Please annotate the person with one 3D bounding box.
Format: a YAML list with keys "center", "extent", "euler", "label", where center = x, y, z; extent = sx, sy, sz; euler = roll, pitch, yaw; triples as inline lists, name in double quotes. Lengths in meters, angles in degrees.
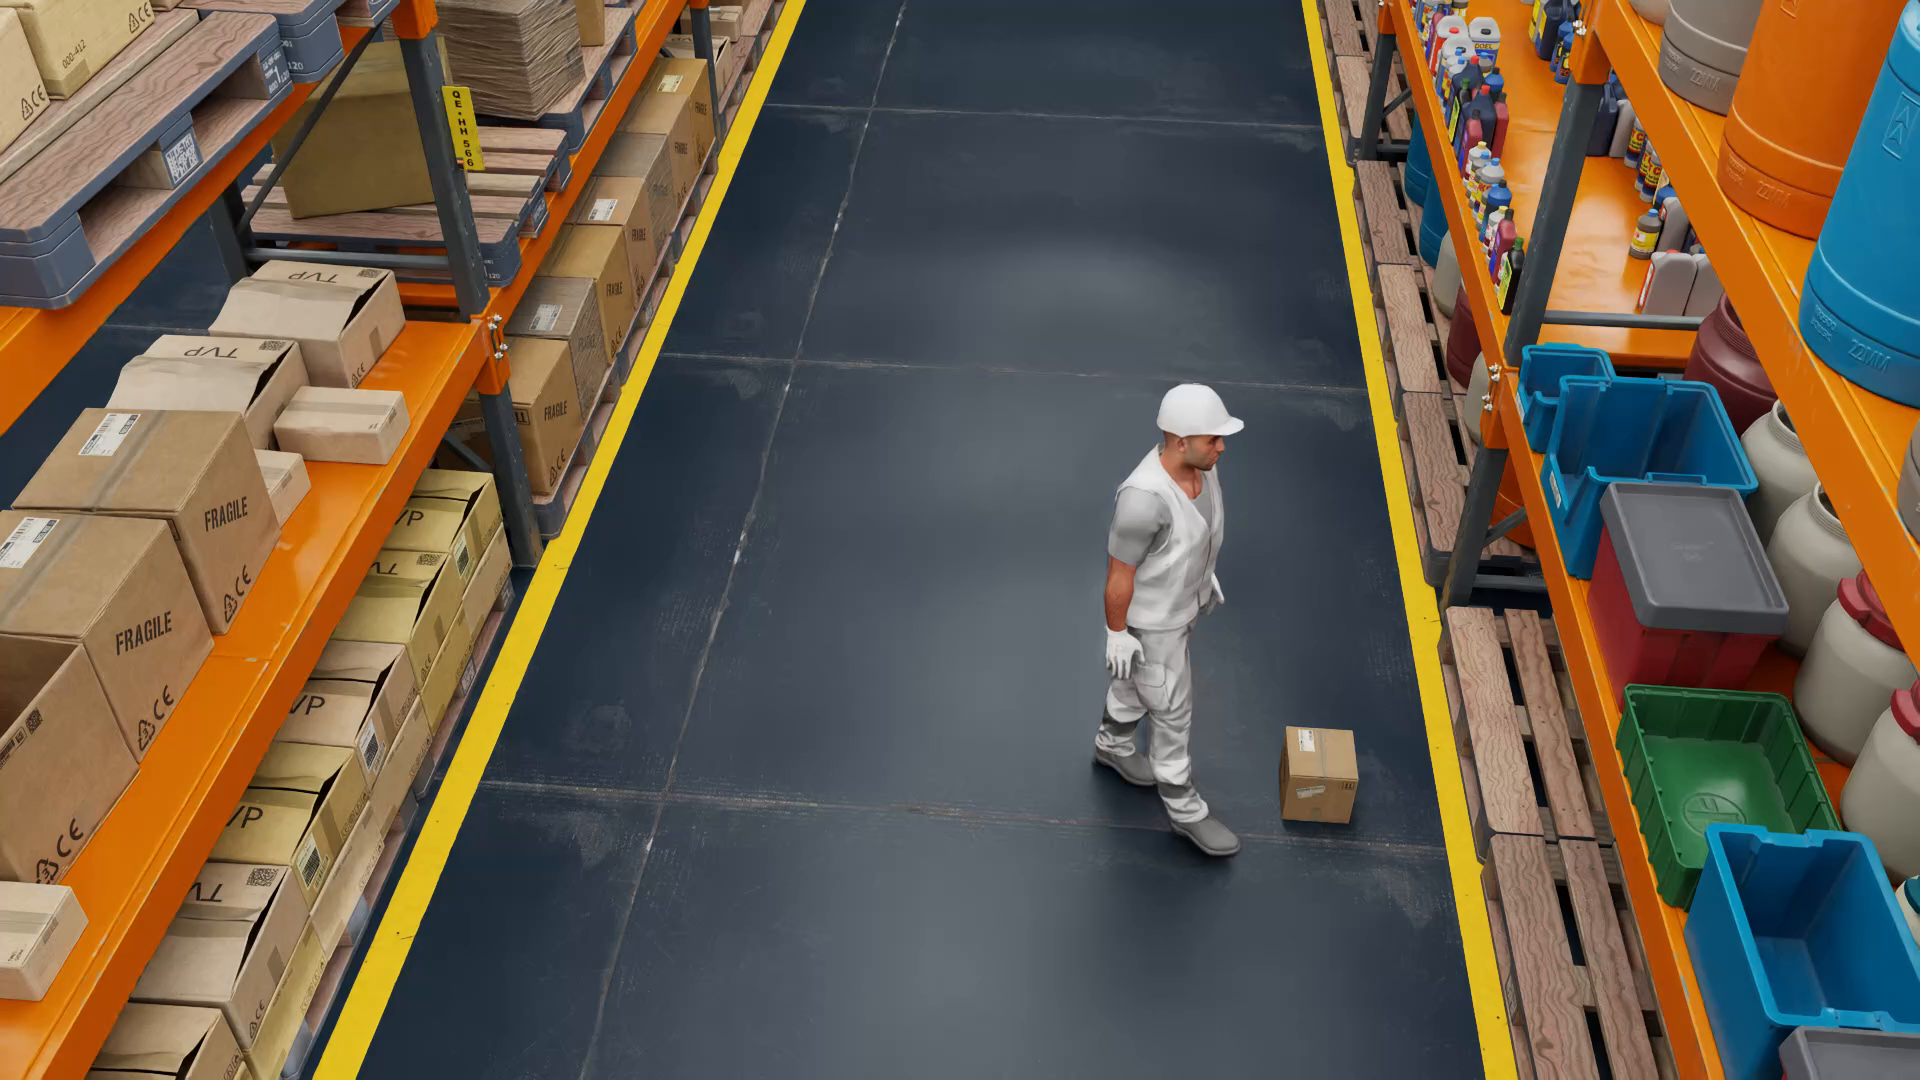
- center: [0.817, 0.277, 5.785]
  extent: [0.718, 1.774, 0.597]
  euler: [23, 45, 25]
  label: "person"
